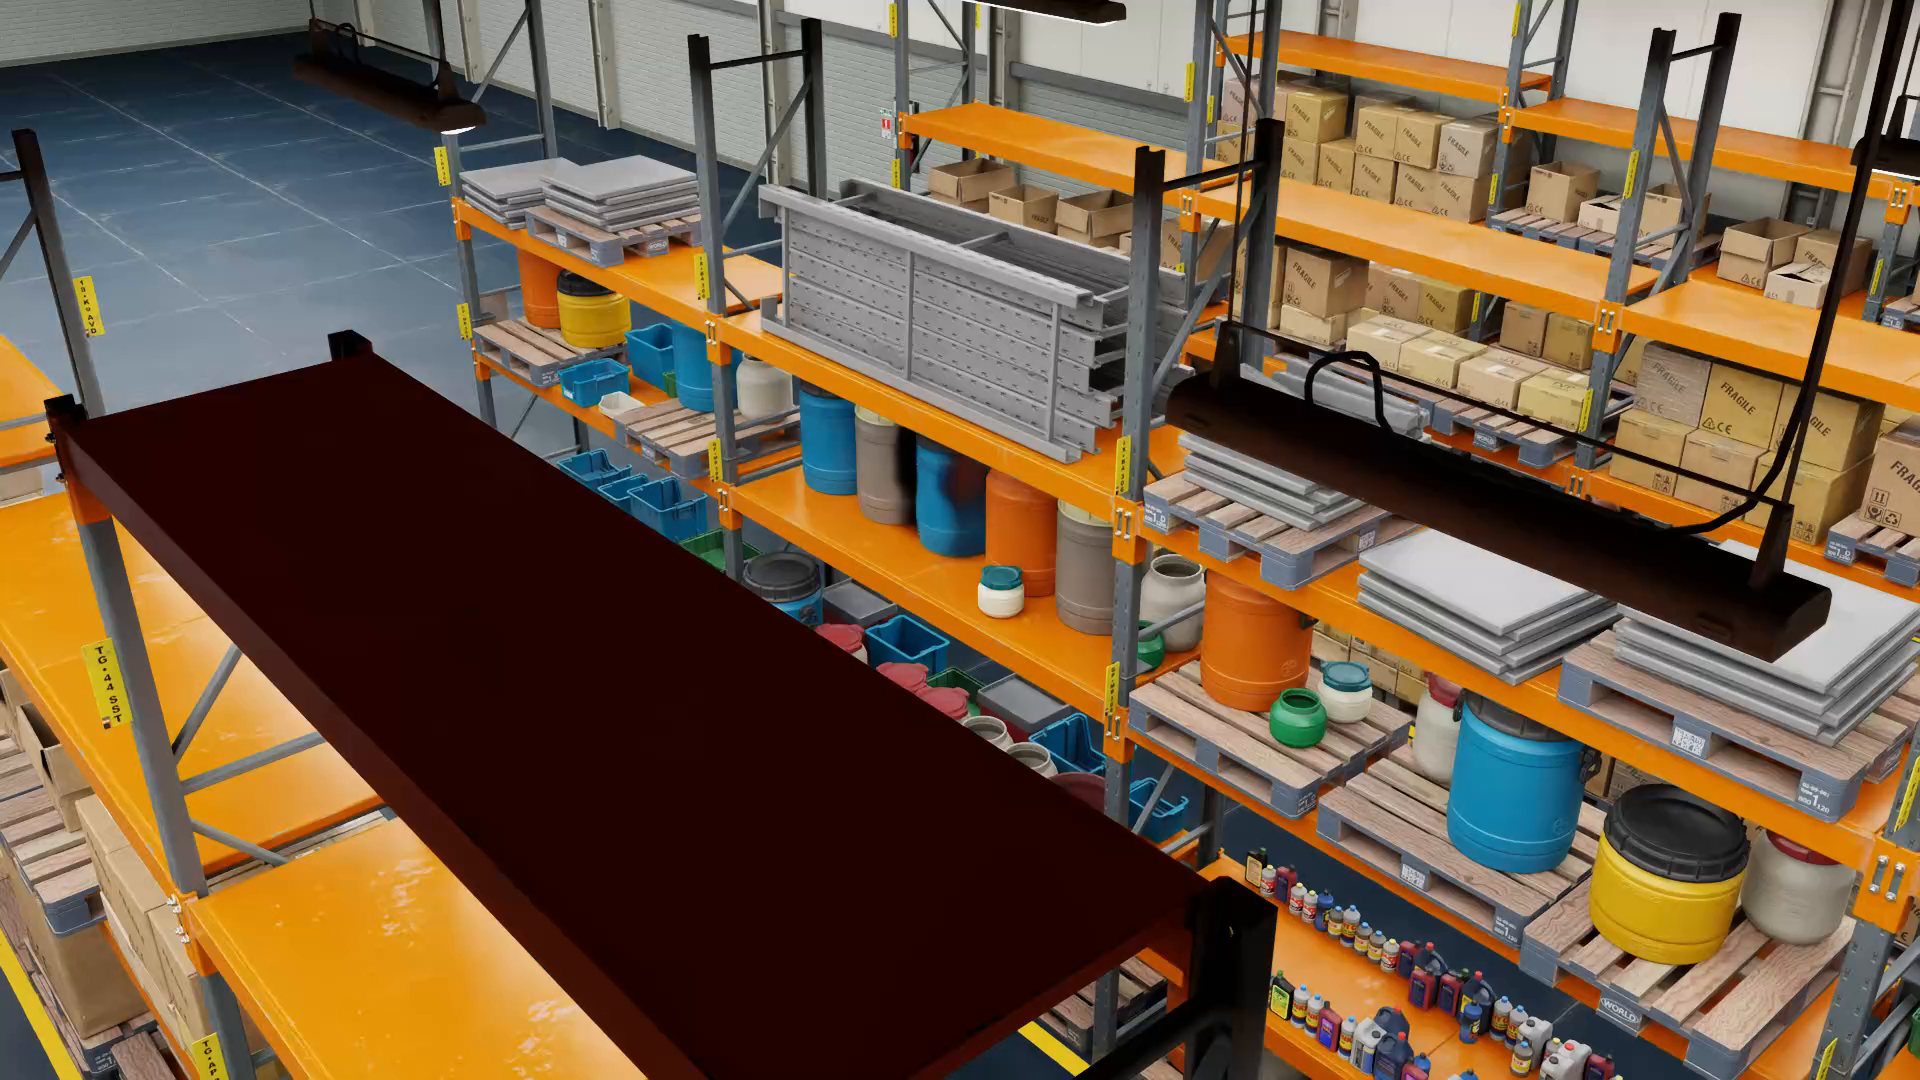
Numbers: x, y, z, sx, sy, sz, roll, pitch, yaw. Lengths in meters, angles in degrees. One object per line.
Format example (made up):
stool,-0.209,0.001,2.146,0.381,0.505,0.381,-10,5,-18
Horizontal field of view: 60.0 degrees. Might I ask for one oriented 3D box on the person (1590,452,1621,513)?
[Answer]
person,6.444,-0.436,16.657,0.442,1.712,0.473,10,28,18
